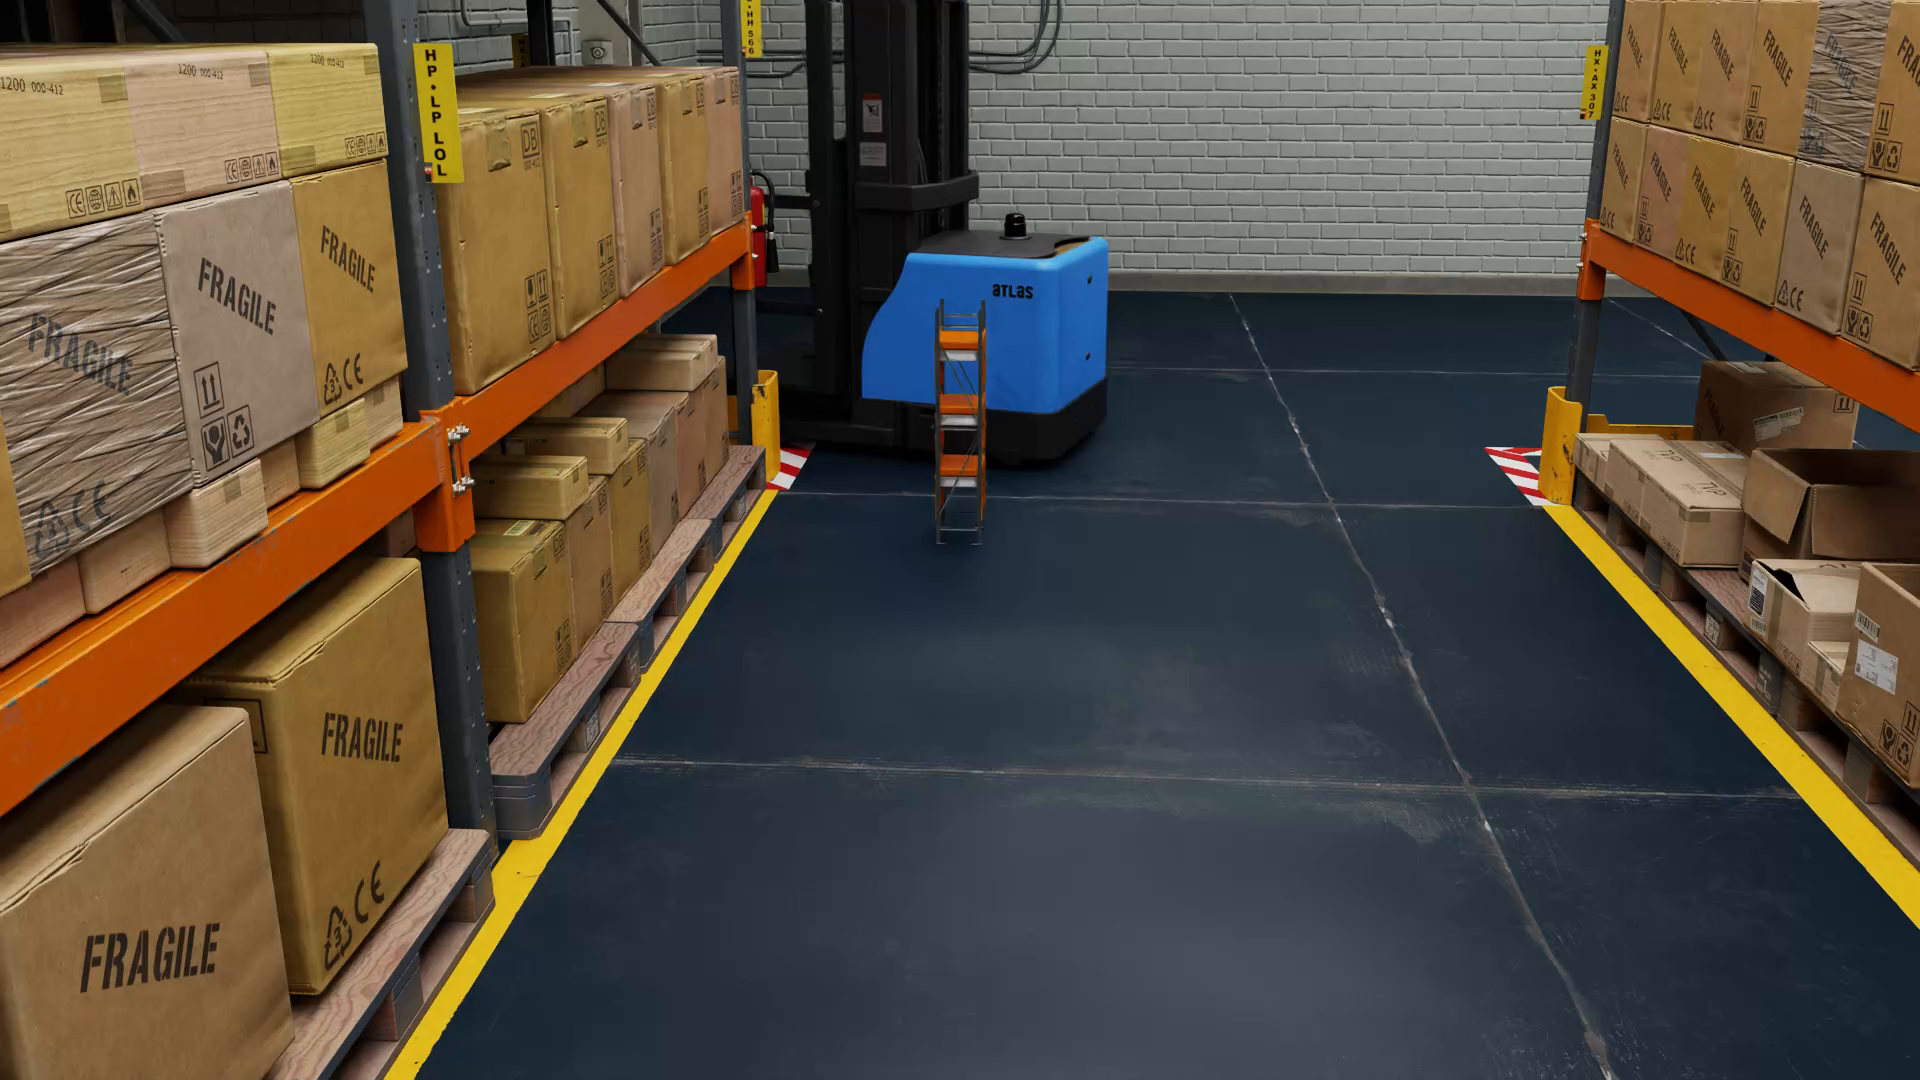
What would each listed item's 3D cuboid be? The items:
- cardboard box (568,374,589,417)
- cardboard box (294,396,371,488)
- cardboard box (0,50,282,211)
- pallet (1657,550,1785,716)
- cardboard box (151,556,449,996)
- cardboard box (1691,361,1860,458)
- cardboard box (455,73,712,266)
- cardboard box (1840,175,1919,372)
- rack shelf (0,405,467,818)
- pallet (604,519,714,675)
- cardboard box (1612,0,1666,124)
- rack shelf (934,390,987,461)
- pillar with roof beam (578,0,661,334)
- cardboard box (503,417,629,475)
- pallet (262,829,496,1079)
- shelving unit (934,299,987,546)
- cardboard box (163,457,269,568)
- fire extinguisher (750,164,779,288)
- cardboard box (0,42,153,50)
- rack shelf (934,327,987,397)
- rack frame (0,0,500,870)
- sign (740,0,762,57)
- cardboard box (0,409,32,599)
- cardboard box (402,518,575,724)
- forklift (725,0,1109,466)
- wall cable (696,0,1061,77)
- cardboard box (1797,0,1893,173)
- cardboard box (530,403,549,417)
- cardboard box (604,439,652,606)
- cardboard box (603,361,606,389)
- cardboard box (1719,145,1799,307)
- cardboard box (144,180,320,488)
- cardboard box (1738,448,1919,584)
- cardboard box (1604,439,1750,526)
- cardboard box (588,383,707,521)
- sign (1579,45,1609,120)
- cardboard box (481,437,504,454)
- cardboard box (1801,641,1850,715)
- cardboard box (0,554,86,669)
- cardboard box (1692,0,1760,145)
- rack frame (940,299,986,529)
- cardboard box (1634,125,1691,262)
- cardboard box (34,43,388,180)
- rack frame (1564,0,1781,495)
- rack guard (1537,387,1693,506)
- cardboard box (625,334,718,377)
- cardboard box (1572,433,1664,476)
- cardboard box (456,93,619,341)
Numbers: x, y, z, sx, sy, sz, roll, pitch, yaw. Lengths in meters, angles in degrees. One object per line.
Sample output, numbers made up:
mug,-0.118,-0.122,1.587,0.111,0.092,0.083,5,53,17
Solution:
cardboard box,-1.726,-0.594,6.718,0.380,0.149,0.250,2,18,5
cardboard box,-1.537,-0.222,3.656,0.380,0.149,0.250,2,18,5
cardboard box,-1.625,-0.768,3.075,0.500,0.250,0.500,2,18,5
pallet,3.276,0.319,6.111,1.003,0.211,1.213,1,18,4
cardboard box,-1.718,0.504,3.845,0.750,0.750,0.750,1,18,5
cardboard box,3.634,-0.502,7.447,0.500,0.500,0.500,1,18,4
cardboard box,-1.582,-1.523,6.771,0.980,0.700,0.700,1,18,3
cardboard box,2.956,-0.782,4.831,0.500,0.500,0.500,2,18,5
rack shelf,-1.944,0.440,2.417,1.077,0.370,4.000,1,18,4
pallet,-1.583,0.188,6.510,1.003,0.211,1.213,1,18,4
cardboard box,3.132,-2.046,7.084,0.500,0.500,0.500,2,18,6
rack shelf,0.004,-0.505,7.314,0.215,0.259,0.240,1,18,4
pillar with roof beam,2.111,-5.378,9.383,9.100,9.000,0.400,1,18,4
cardboard box,-1.401,-0.337,5.932,0.380,0.149,0.250,1,18,2
pallet,-1.781,1.044,3.898,1.003,0.211,1.213,1,18,4
shelving unit,0.004,-0.516,7.310,0.215,1.050,0.252,1,18,4
cardboard box,-1.561,-0.060,3.159,0.380,0.149,0.250,1,18,4
fire extinguisher,-1.043,-1.587,8.174,0.296,0.674,0.183,1,18,4
cardboard box,-2.094,-0.940,3.601,0.500,0.250,0.500,2,18,6
rack shelf,0.004,-0.775,7.225,0.215,0.259,0.240,1,18,4
rack frame,-1.801,-0.523,4.201,1.000,3.000,0.127,1,18,4
sign,-0.974,-2.411,7.725,0.100,0.325,0.005,1,18,4
cardboard box,-1.684,-0.102,2.247,0.500,0.500,0.500,2,18,5
cardboard box,-1.645,0.236,5.226,0.700,0.500,0.500,2,18,5
forklift,-0.755,-2.040,8.941,3.031,2.935,1.130,7,19,20
wall cable,-0.752,-4.889,12.878,3.097,2.526,0.112,1,18,4
cardboard box,2.989,-1.414,5.156,0.500,0.500,0.500,1,18,4
cardboard box,-1.763,-0.436,6.235,0.380,0.149,0.250,1,18,3
cardboard box,-1.567,-0.080,6.189,0.700,0.500,0.500,2,18,5
cardboard box,-1.690,-0.751,7.196,0.380,0.149,0.250,1,18,4
cardboard box,3.024,-1.100,5.801,0.500,0.500,0.500,2,18,5
cardboard box,-1.609,-0.413,3.197,0.500,0.500,0.500,1,18,4
cardboard box,3.270,-0.020,5.968,0.797,0.503,0.637,1,18,4
cardboard box,3.069,-0.240,7.048,0.500,0.250,0.500,1,18,4
cardboard box,-1.500,-0.402,7.171,0.700,0.500,0.500,1,18,4
sign,2.886,-2.079,7.560,0.100,0.325,0.005,1,18,4
cardboard box,-1.799,-0.277,5.751,0.380,0.149,0.250,1,18,2
cardboard box,2.865,0.431,5.161,0.380,0.149,0.250,1,18,4
cardboard box,-1.677,0.092,2.696,0.380,0.149,0.250,1,18,2
cardboard box,3.062,-1.728,6.114,0.500,0.500,0.500,2,18,5
rack frame,0.013,-0.553,7.426,0.200,1.050,0.008,1,18,4
cardboard box,3.101,-1.411,6.750,0.500,0.500,0.500,1,18,3
cardboard box,-1.579,-0.927,3.559,0.500,0.250,0.500,2,18,5
rack frame,3.427,-1.655,7.658,1.000,3.000,0.127,1,18,4
rack guard,3.422,-0.444,7.975,1.175,0.500,0.348,1,18,4
cardboard box,-1.292,-0.821,7.410,0.380,0.149,0.250,1,18,3
cardboard box,3.054,-0.387,7.660,0.380,0.149,0.250,1,18,4
cardboard box,-1.688,-1.060,5.358,0.980,0.700,0.700,1,18,3
